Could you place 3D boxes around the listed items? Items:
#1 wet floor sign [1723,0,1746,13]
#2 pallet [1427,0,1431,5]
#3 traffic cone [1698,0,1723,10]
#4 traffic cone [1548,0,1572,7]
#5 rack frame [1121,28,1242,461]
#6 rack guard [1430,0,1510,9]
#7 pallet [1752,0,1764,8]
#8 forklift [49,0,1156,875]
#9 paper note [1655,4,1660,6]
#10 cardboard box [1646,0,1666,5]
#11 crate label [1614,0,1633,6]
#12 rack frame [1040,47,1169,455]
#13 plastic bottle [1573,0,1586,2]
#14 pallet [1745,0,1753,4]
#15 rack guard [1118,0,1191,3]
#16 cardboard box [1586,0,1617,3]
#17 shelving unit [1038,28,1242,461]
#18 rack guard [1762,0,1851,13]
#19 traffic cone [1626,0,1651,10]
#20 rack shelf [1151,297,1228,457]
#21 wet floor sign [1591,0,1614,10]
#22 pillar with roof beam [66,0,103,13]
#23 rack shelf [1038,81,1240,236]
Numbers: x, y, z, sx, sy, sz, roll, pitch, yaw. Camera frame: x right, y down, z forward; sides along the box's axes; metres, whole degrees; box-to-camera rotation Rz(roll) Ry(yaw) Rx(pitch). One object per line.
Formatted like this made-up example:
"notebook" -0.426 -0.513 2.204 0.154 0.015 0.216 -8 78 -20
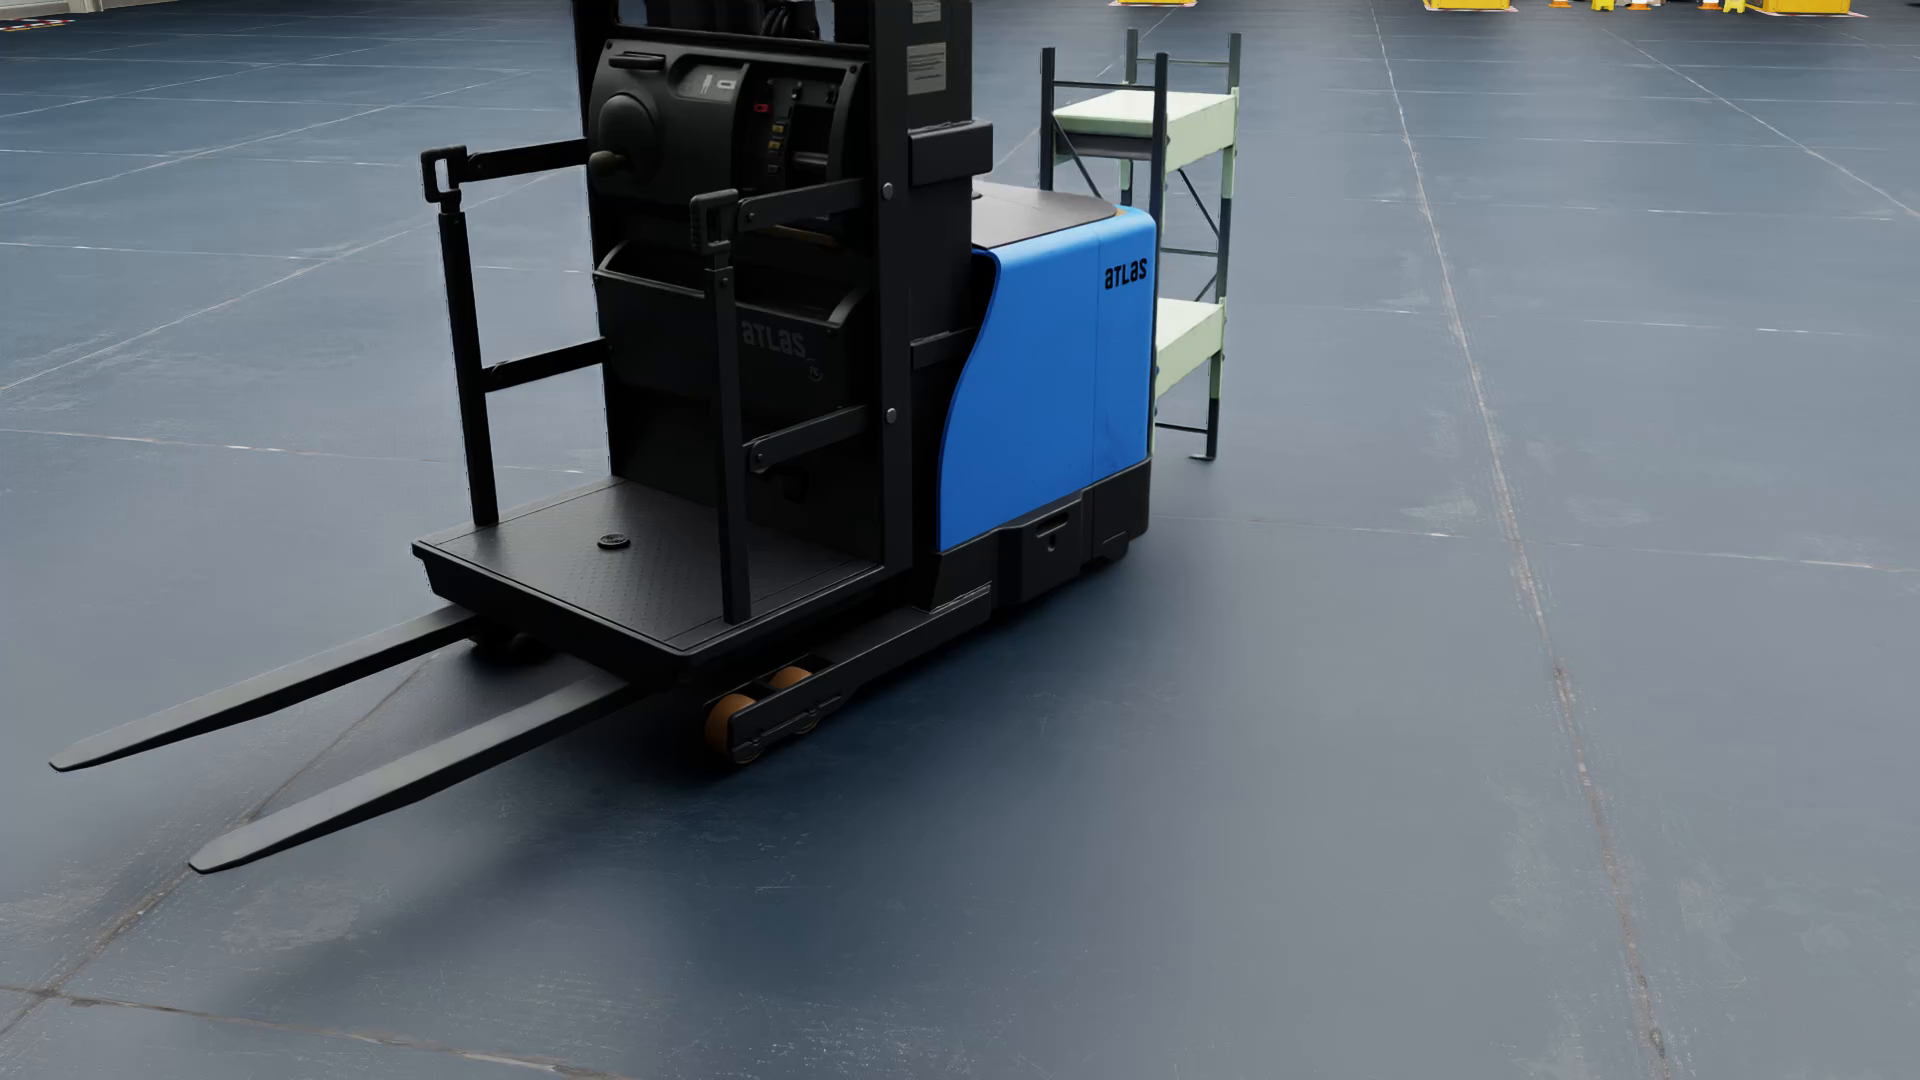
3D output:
"wet floor sign" 11.782 -8.339 25.194 0.267 0.644 0.232 13 25 29
"pallet" 8.088 -8.764 26.832 1.003 0.211 1.213 4 22 11
"traffic cone" 11.693 -8.497 25.833 0.336 0.463 0.334 4 22 11
"traffic cone" 9.500 -8.668 26.257 0.336 0.463 0.334 4 22 11
"rack frame" 0.754 -1.020 5.880 0.400 1.500 0.023 10 24 24
"rack guard" 7.997 -8.591 26.015 1.175 0.500 0.348 4 22 11
"pallet" 13.084 -8.447 26.046 1.003 0.211 1.213 4 22 11
"forklift" -0.735 -1.031 3.989 1.130 2.935 3.031 17 28 36
"paper note" 11.112 -8.539 26.514 0.148 0.019 0.142 -3 22 -8
"cardboard box" 11.158 -8.729 26.829 0.380 0.149 0.250 18 28 38
"crate label" 10.637 -8.599 26.521 0.250 0.136 0.298 -7 23 -17
"rack frame" 0.434 -0.774 5.269 0.400 1.500 0.023 10 24 24
"plastic bottle" 10.198 -8.925 27.432 0.133 0.061 0.283 -3 22 -8
"pallet" 13.335 -8.892 27.150 1.003 0.211 1.213 4 22 11
"rack guard" 3.182 -9.042 27.136 1.175 0.500 0.348 4 22 11
"cardboard box" 10.748 -9.096 27.265 0.797 0.503 0.637 -11 25 -26
"shelving unit" 0.594 -0.897 5.574 0.431 1.500 0.755 10 24 24
"rack guard" 12.884 -8.287 25.261 1.175 0.500 0.348 4 22 11
"traffic cone" 10.537 -8.458 25.735 0.336 0.463 0.334 4 22 11
"rack shelf" 0.594 -0.595 5.696 0.431 0.370 0.720 10 24 24
"wet floor sign" 9.934 -8.505 25.609 0.267 0.644 0.232 1 22 2
"pillar with roof beam" -9.095 -11.889 22.828 9.100 9.000 0.400 4 22 11
"rack shelf" 0.594 -1.259 5.428 0.431 0.370 0.720 10 24 24
